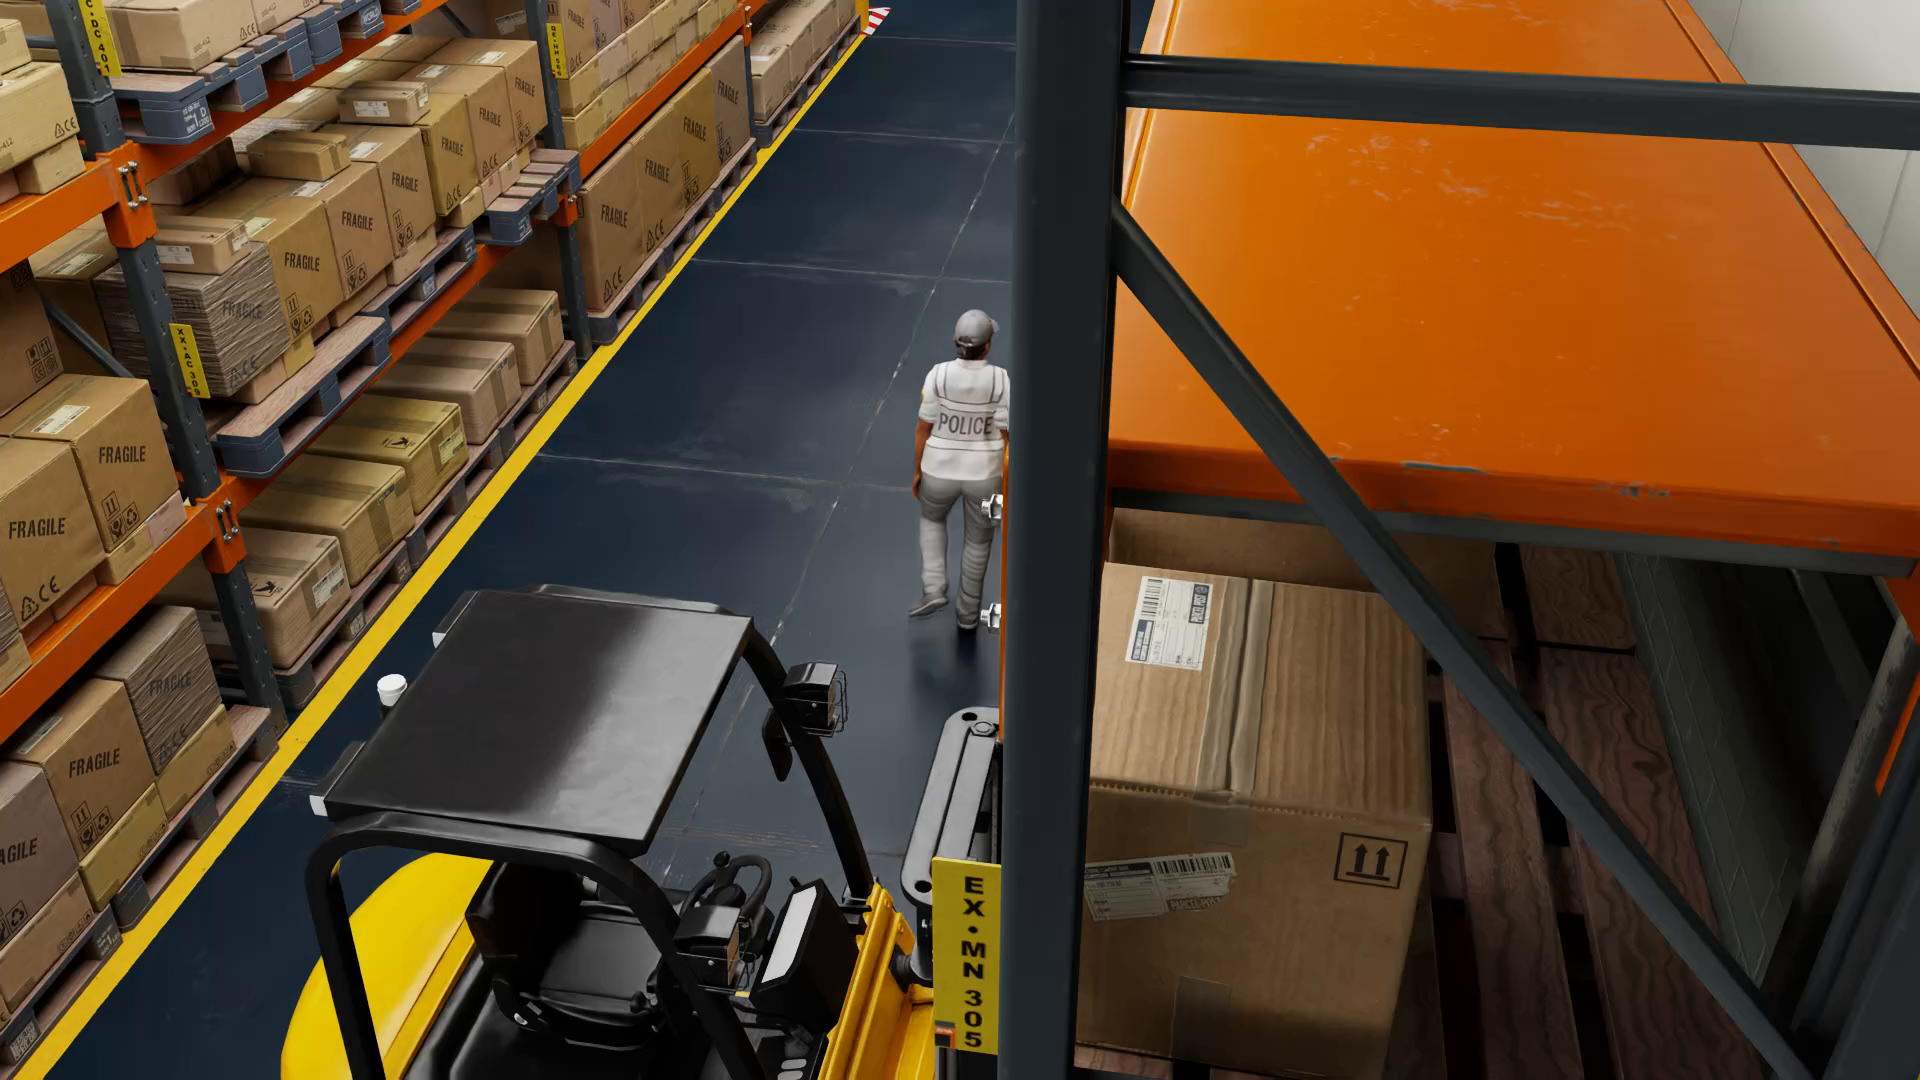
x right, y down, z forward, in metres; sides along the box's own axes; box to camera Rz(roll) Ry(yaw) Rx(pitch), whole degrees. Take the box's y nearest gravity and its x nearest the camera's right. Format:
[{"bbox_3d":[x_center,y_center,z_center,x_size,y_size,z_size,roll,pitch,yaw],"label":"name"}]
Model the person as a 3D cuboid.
[{"bbox_3d":[0.013,-0.317,8.097,0.524,1.659,0.506,3,33,4],"label":"person"}]
